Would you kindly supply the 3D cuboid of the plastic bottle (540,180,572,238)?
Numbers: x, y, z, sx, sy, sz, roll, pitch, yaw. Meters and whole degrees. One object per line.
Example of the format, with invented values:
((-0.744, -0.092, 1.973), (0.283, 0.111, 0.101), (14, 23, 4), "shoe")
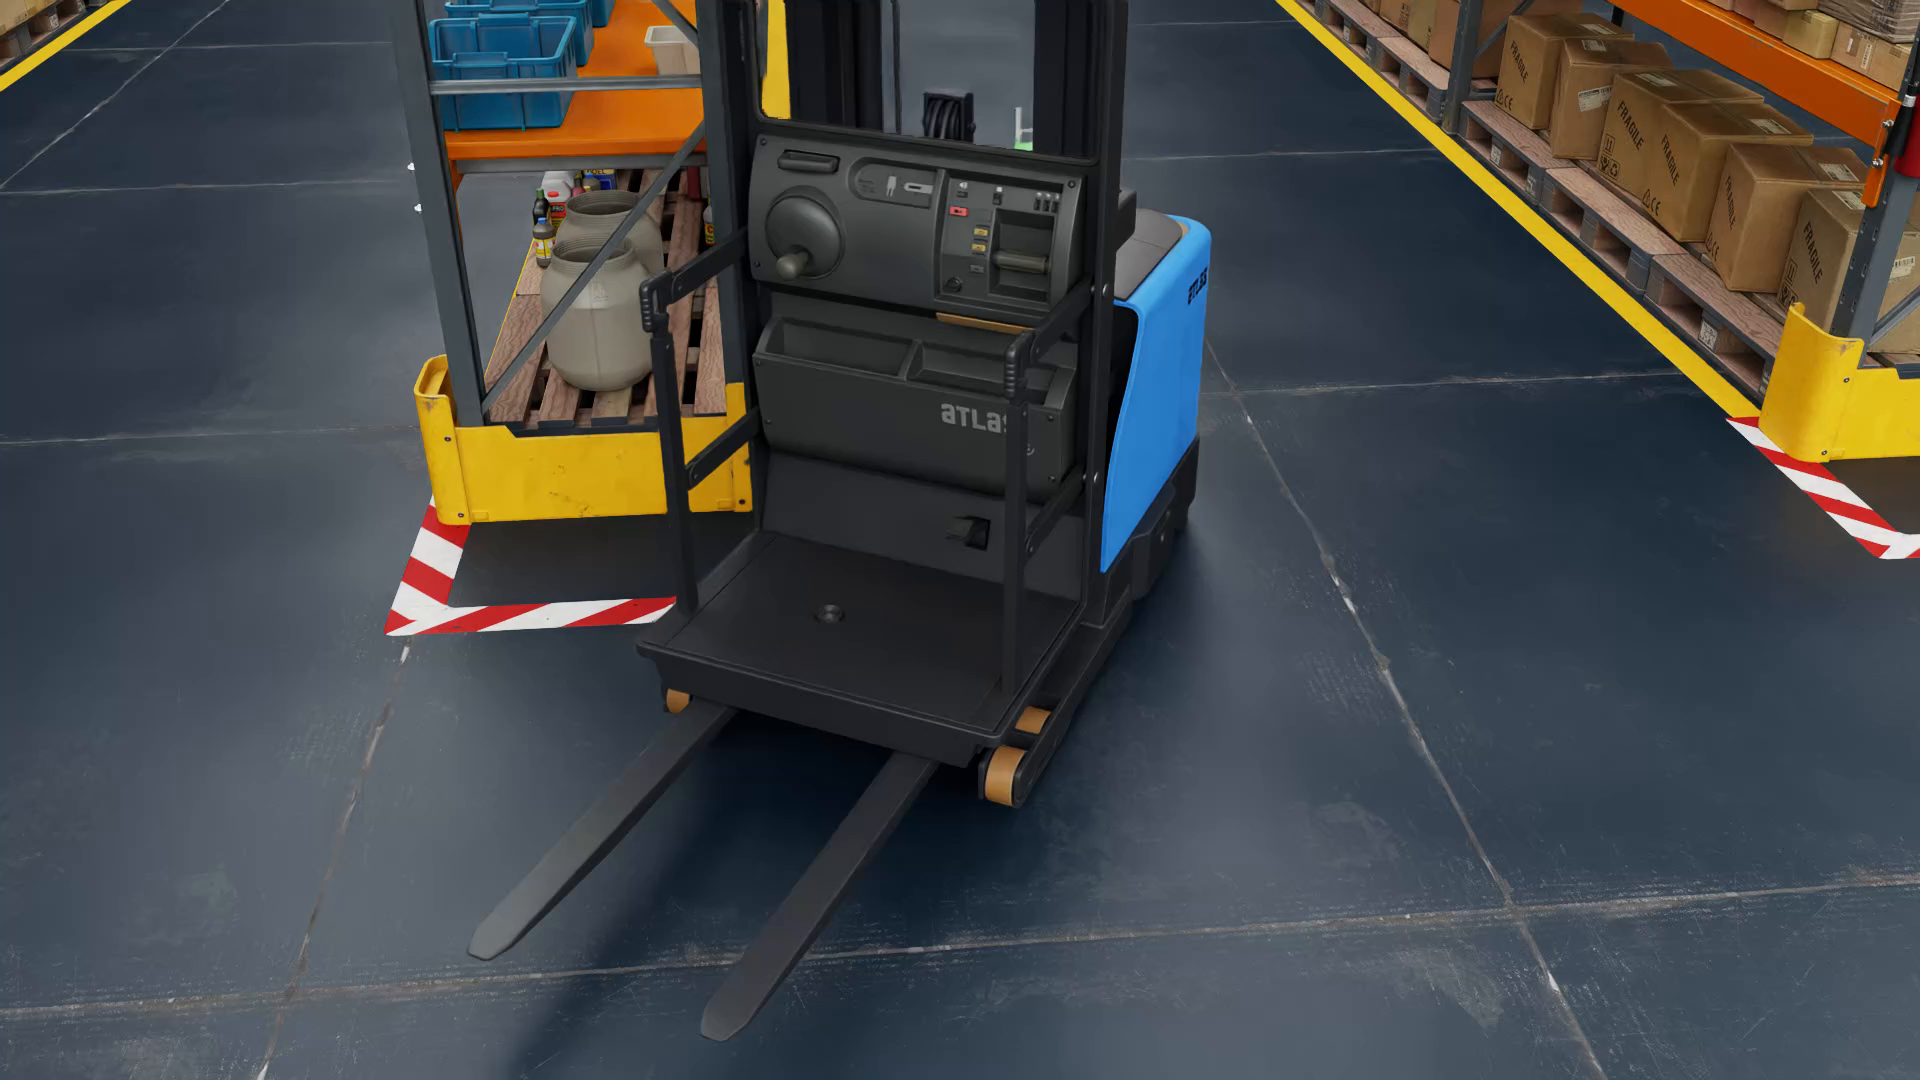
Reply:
((-1.827, -1.482, 7.533), (0.152, 0.276, 0.135), (-3, 31, -4), "plastic bottle")

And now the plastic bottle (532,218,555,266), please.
((-1.831, -1.320, 7.335), (0.097, 0.201, 0.097), (0, 31, 0), "plastic bottle")

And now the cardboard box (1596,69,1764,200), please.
((3.530, -1.991, 8.186), (0.500, 0.500, 0.500), (-5, 31, -9), "cardboard box")

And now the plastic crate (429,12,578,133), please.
((-1.567, -1.593, 5.637), (0.499, 0.251, 0.616), (-3, 31, -5), "plastic crate")

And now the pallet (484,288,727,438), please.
((-1.347, -0.670, 6.666), (1.003, 0.211, 1.213), (-3, 31, -5), "pallet")

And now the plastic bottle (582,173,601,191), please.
((-1.743, -1.633, 7.859), (0.097, 0.201, 0.097), (0, 31, 0), "plastic bottle")

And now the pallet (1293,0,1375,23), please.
((3.033, -4.141, 12.477), (1.003, 0.211, 1.213), (-3, 31, -5), "pallet")

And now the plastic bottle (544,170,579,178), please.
((-1.859, -1.669, 7.774), (0.144, 0.351, 0.185), (-2, 31, -3), "plastic bottle")

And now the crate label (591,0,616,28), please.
((-1.664, -2.358, 6.738), (0.502, 0.435, 0.616), (-3, 31, -5), "crate label")

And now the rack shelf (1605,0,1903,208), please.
((3.522, -2.365, 7.486), (1.077, 0.370, 4.000), (-3, 31, -5), "rack shelf")

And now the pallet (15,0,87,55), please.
((-6.864, -3.645, 11.647), (1.003, 0.211, 1.213), (-3, 31, -5), "pallet")

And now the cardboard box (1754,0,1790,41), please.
((3.371, -2.062, 6.522), (0.380, 0.149, 0.250), (-3, 31, -5), "cardboard box")

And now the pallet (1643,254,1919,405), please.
((3.661, -0.911, 7.070), (1.003, 0.211, 1.213), (-3, 31, -5), "pallet")

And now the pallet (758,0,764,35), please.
((-1.936, -3.906, 12.083), (1.003, 0.211, 1.213), (-3, 31, -5), "pallet")

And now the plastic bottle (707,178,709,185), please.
((-1.123, -1.600, 7.735), (0.097, 0.271, 0.097), (0, 31, 0), "plastic bottle")

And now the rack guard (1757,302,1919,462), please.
((3.702, -0.619, 6.298), (1.175, 0.500, 0.348), (-3, 31, -5), "rack guard")

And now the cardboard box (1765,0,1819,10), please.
((3.518, -2.355, 6.381), (0.875, 0.500, 0.500), (-3, 31, -5), "cardboard box")

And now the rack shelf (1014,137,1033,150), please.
((0.309, -1.285, 5.920), (0.258, 0.148, 0.480), (2, 31, 3), "rack shelf")

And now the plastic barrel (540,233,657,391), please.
((-1.360, -0.860, 6.282), (0.421, 0.512, 0.421), (0, 31, 0), "plastic barrel")

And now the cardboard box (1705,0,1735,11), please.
((3.343, -2.318, 6.951), (0.380, 0.149, 0.250), (-3, 31, -5), "cardboard box")

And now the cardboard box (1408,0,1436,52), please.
((3.273, -3.370, 10.475), (0.700, 0.500, 0.500), (-3, 31, -5), "cardboard box")

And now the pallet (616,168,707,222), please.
((-1.575, -1.916, 8.752), (1.003, 0.211, 1.213), (-3, 31, -5), "pallet")

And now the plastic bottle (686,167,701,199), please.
((-1.296, -1.814, 8.082), (0.061, 0.283, 0.133), (-3, 31, -5), "plastic bottle")

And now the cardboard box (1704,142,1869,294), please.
((3.577, -1.383, 7.169), (0.500, 0.500, 0.500), (5, 31, 8), "cardboard box")

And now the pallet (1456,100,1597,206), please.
((3.433, -2.157, 9.155), (1.003, 0.211, 1.213), (-3, 31, -5), "pallet")

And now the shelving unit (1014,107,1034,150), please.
((0.309, -0.928, 6.134), (0.258, 1.200, 0.503), (2, 31, 3), "shelving unit")

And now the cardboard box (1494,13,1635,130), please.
((3.332, -2.596, 9.200), (0.500, 0.500, 0.500), (-4, 31, -6), "cardboard box")

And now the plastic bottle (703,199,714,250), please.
((-1.082, -1.374, 7.357), (0.097, 0.271, 0.097), (0, 31, 0), "plastic bottle")

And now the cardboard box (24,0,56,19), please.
((-6.558, -3.745, 11.366), (0.500, 0.250, 0.500), (-3, 31, -5), "cardboard box")

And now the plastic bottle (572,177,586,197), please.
((-1.721, -1.491, 7.540), (0.061, 0.283, 0.133), (-3, 31, -5), "plastic bottle")

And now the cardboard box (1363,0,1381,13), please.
((3.168, -3.940, 11.430), (0.700, 0.500, 0.500), (0, 31, 0), "cardboard box")

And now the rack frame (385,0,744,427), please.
((-1.223, -1.416, 5.195), (1.000, 3.000, 0.127), (-3, 31, -5), "rack frame")

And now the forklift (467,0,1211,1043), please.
((-0.214, -0.781, 4.200), (1.130, 2.935, 3.031), (12, 33, 20), "forklift")

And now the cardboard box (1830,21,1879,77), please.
((3.454, -1.809, 6.098), (0.380, 0.149, 0.250), (-3, 31, -5), "cardboard box")

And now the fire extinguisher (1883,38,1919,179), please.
((3.261, -1.539, 5.477), (0.296, 0.674, 0.183), (-3, 31, -5), "fire extinguisher")

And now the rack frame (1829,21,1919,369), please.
((3.709, -1.653, 5.592), (1.000, 3.000, 0.127), (-3, 31, -5), "rack frame")
